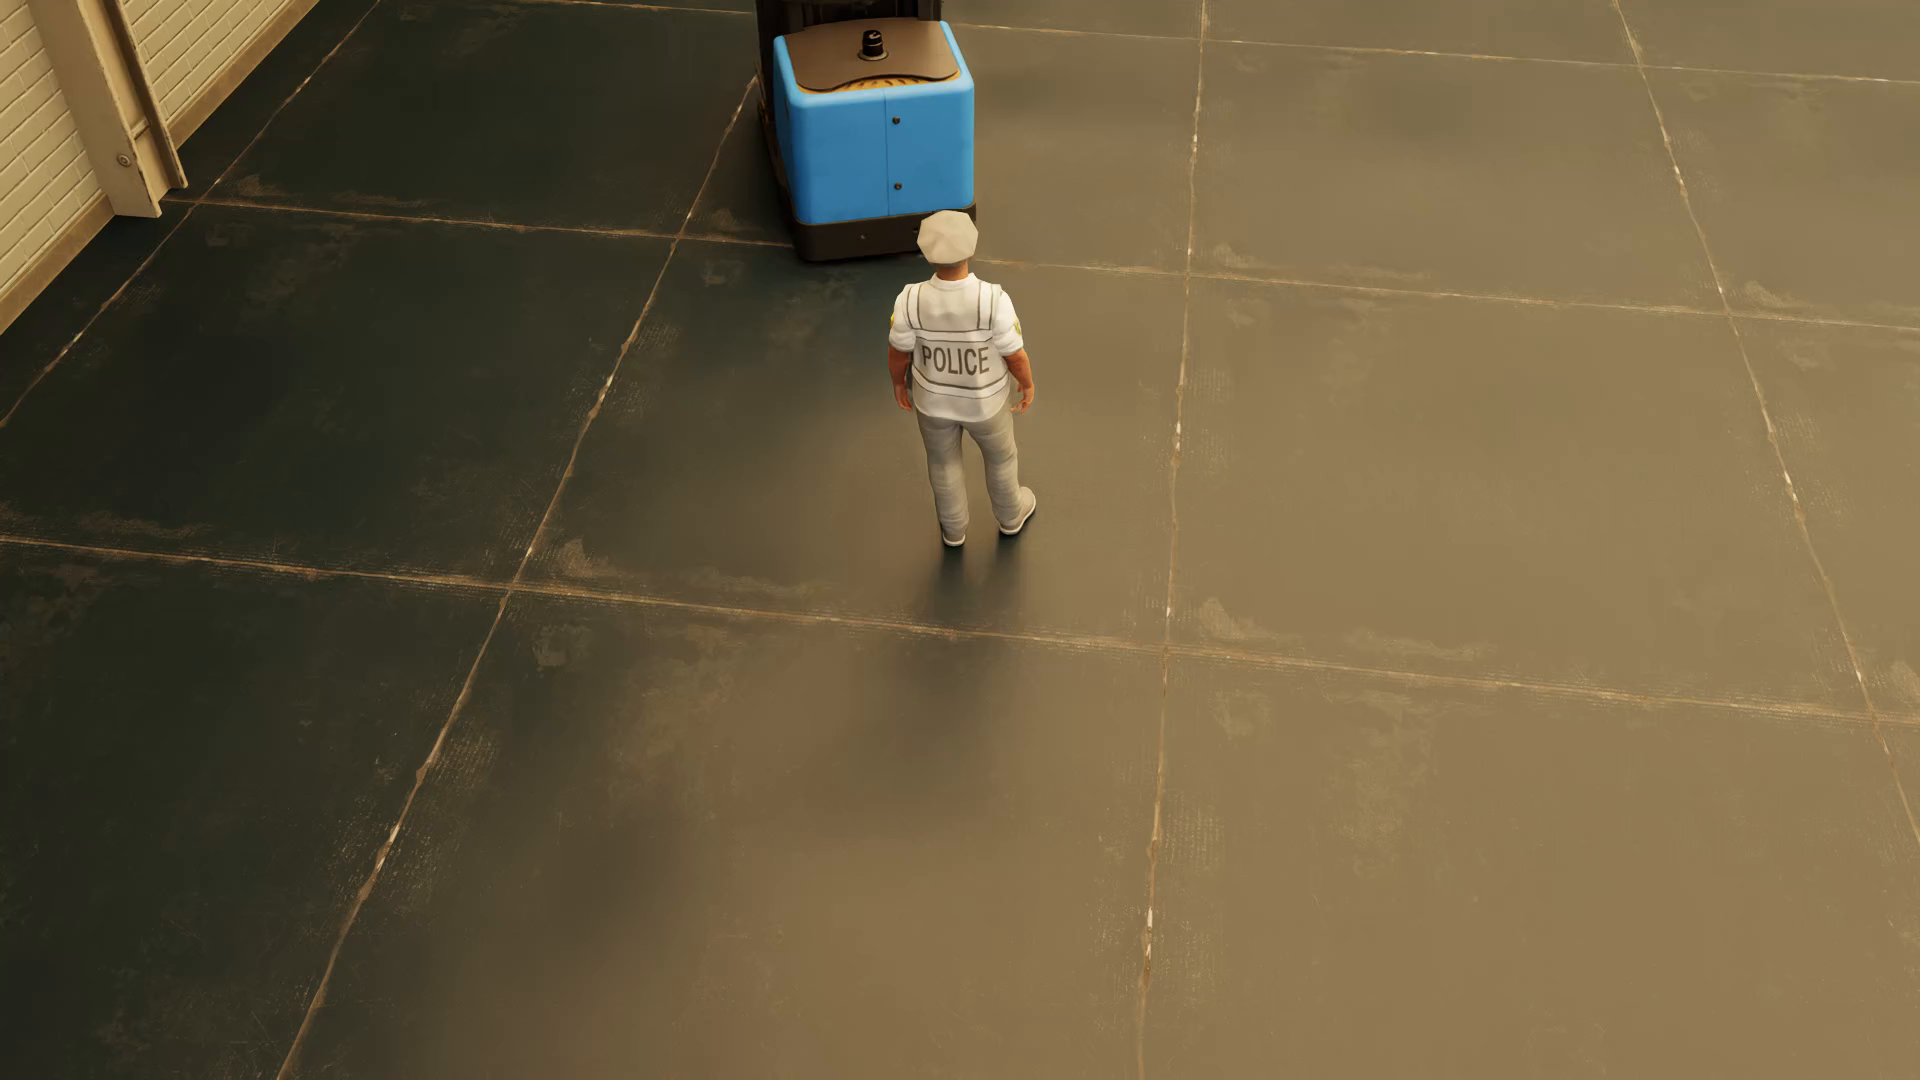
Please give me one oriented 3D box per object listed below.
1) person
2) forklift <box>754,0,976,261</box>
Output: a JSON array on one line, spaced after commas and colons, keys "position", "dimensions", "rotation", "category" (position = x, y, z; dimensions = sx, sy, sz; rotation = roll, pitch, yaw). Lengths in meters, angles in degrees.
[{"position": [0.022, -0.713, 7.339], "dimensions": [0.641, 1.780, 0.574], "rotation": [5, 43, 6], "category": "person"}, {"position": [-0.704, -3.683, 9.733], "dimensions": [1.130, 2.935, 3.031], "rotation": [-8, 43, -8], "category": "forklift"}]
